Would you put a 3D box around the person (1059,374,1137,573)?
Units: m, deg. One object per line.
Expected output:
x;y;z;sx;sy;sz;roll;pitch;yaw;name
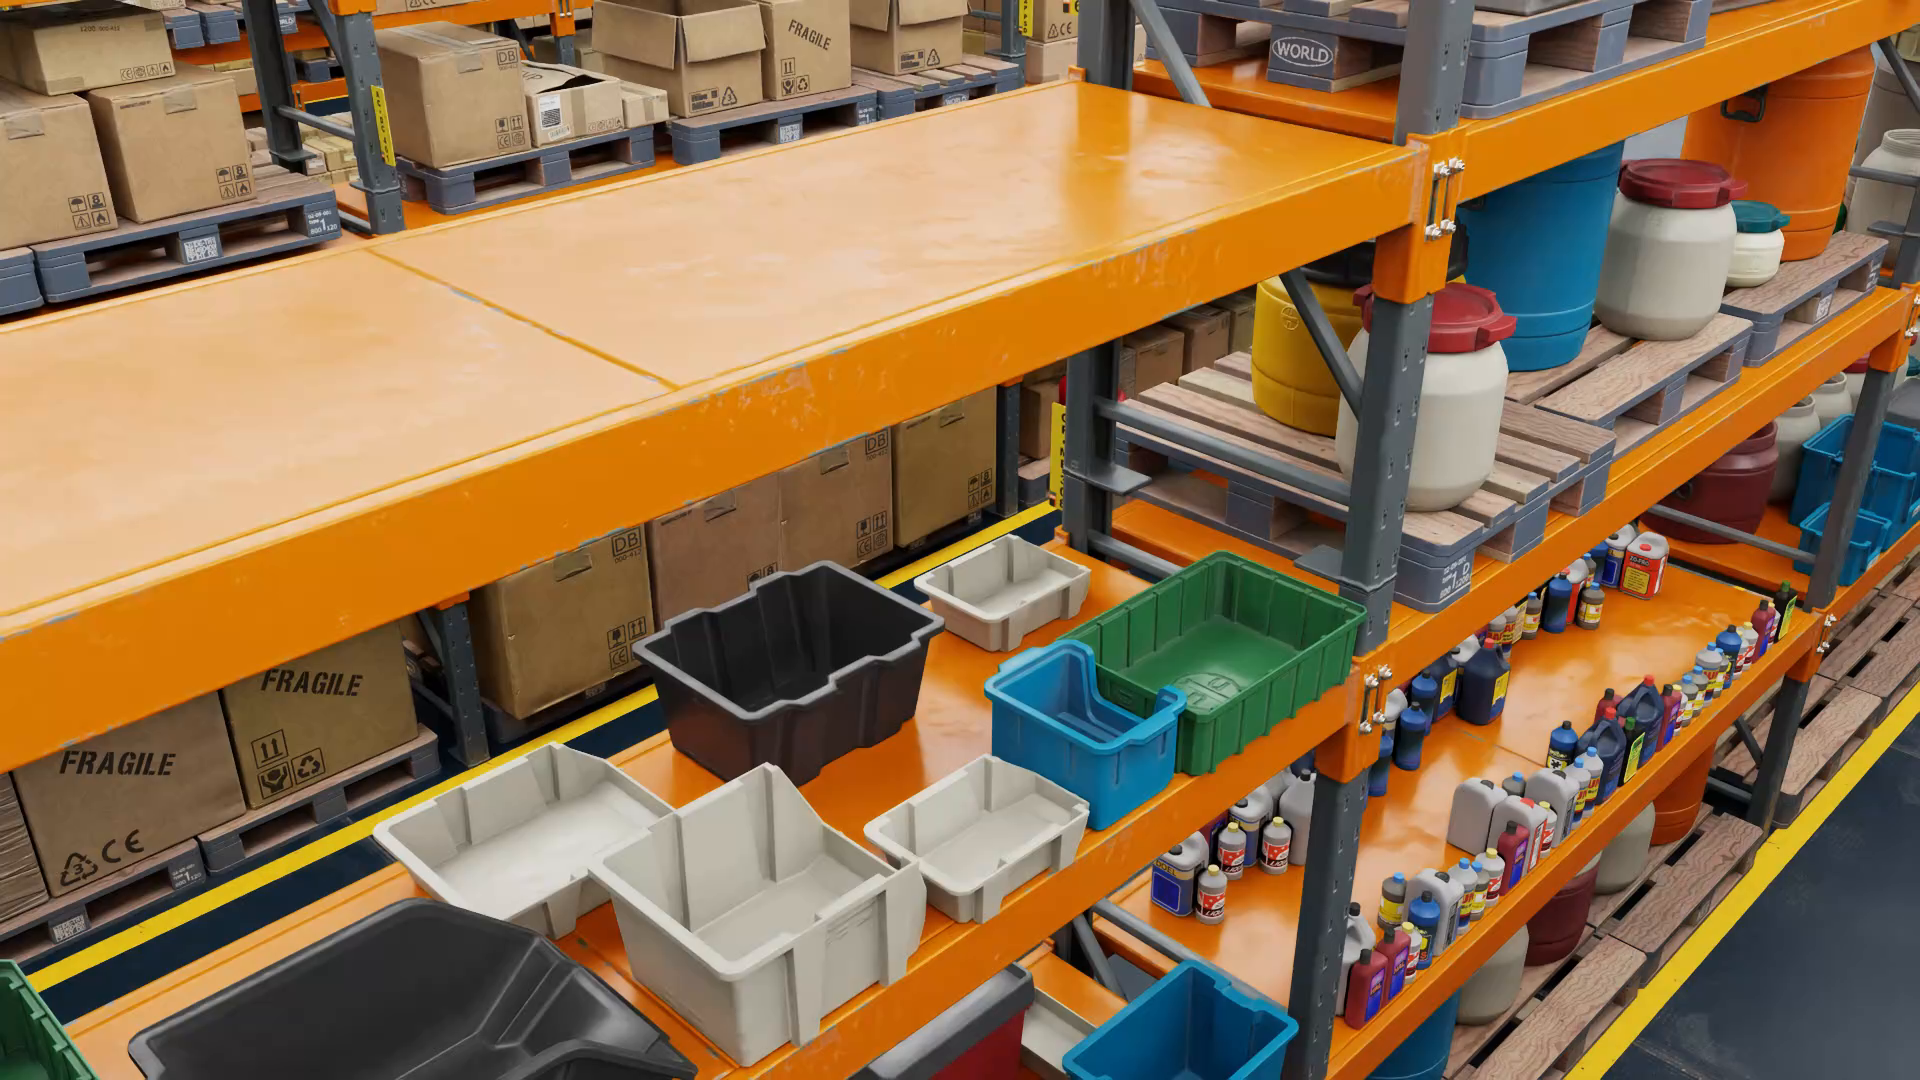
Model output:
0.843;-0.409;9.696;0.695;1.711;0.556;-22;35;-36;person
